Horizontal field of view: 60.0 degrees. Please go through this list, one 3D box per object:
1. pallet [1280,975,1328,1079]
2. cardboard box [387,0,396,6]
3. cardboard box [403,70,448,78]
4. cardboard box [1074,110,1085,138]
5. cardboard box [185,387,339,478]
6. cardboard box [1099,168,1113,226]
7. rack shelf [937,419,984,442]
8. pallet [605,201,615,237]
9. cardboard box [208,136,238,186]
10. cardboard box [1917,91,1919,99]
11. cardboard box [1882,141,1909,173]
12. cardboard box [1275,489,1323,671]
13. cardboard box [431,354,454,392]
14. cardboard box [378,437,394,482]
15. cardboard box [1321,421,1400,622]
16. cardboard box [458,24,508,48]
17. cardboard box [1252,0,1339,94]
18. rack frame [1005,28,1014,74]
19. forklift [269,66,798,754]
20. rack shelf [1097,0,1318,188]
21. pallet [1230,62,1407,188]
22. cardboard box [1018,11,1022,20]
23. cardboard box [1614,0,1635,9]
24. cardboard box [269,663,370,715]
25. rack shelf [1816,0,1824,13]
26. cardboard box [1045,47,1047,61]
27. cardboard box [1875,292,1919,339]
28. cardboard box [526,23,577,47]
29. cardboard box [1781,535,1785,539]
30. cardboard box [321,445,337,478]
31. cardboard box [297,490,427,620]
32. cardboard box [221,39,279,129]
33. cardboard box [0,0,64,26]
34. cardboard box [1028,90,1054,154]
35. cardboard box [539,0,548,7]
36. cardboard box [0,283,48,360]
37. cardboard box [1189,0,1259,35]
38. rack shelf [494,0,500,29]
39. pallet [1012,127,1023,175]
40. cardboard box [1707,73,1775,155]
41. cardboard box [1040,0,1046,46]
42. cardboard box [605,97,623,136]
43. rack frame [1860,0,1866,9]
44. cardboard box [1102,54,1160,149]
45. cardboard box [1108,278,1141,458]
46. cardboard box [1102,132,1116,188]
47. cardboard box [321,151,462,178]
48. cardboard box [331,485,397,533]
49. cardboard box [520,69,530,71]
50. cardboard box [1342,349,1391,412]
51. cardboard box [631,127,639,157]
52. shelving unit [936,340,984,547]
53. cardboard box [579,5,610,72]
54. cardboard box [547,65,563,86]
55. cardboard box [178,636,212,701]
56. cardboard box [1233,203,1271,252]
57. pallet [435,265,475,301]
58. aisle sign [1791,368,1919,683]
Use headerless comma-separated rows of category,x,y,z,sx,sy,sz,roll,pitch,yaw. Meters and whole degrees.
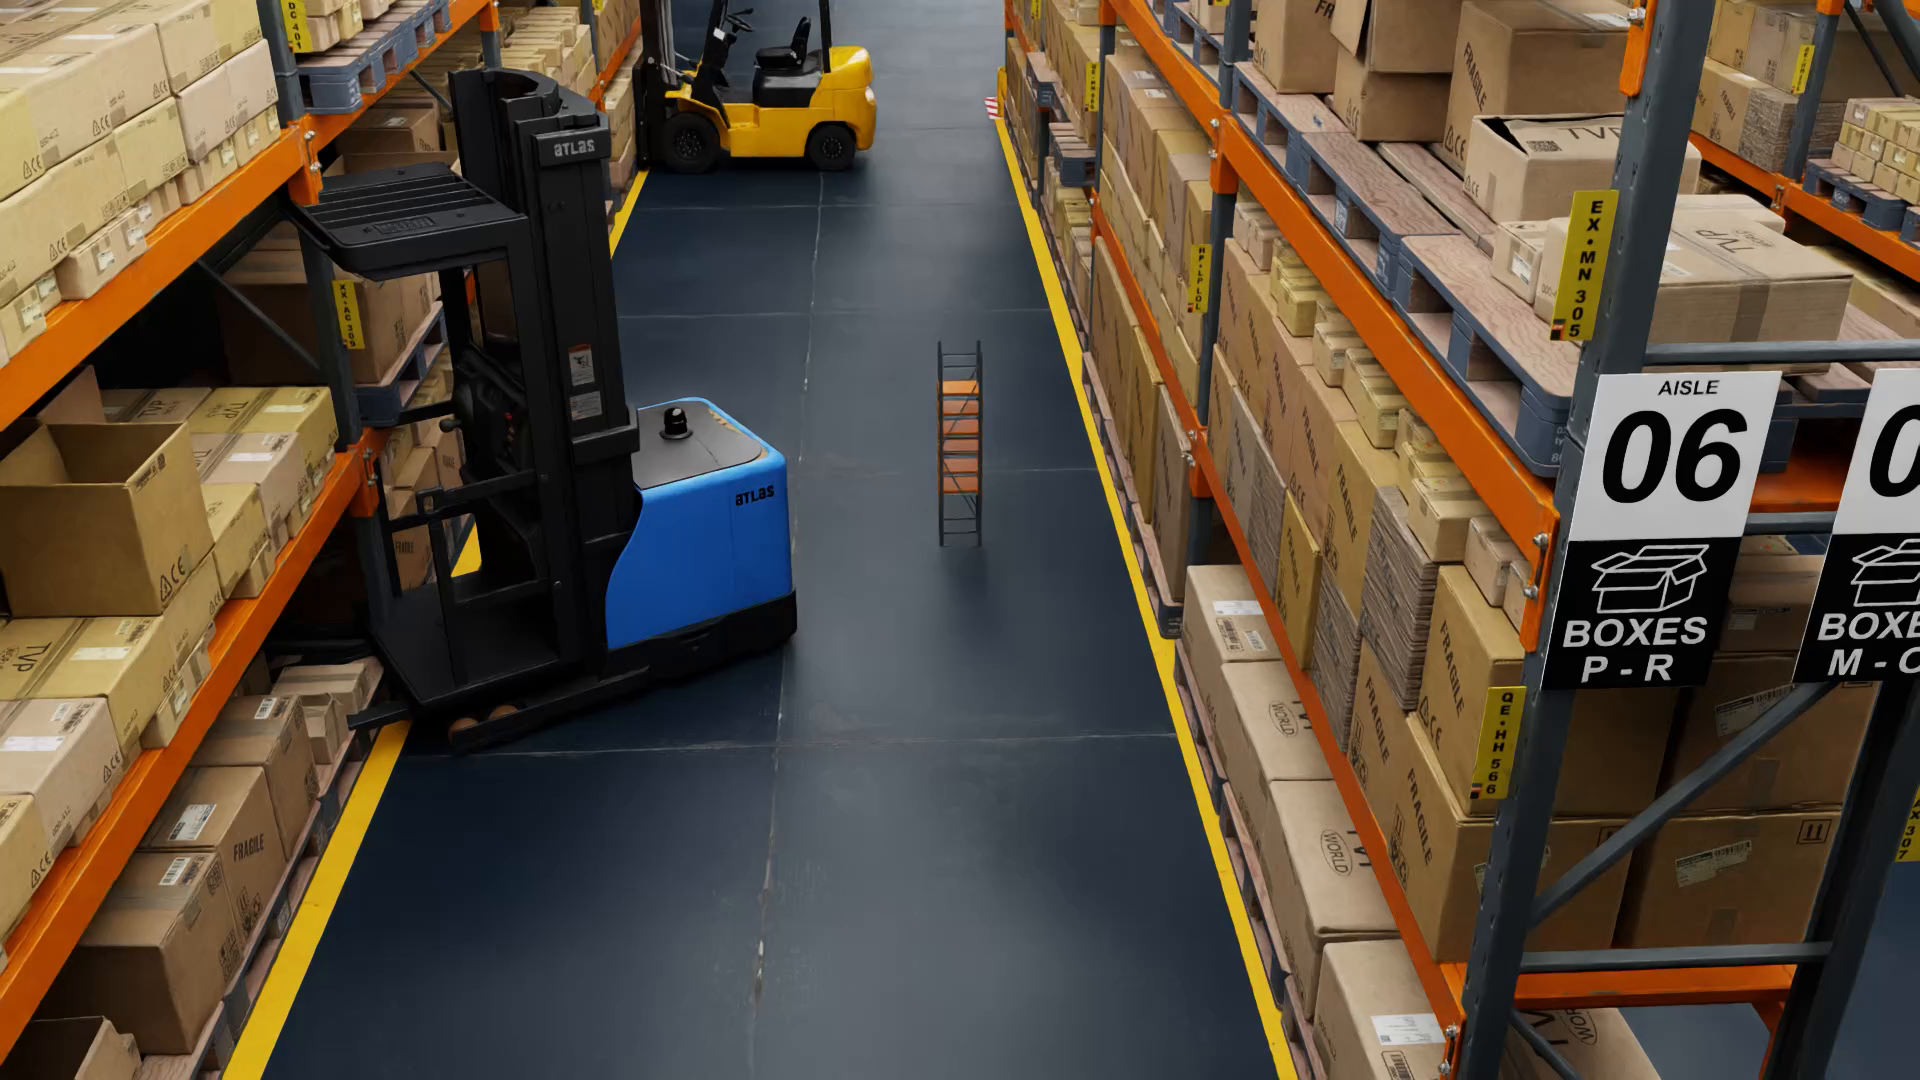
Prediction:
pallet,1.735,1.977,5.731,1.003,0.211,1.213,-1,28,-3
cardboard box,-2.985,-2.686,8.122,0.380,0.149,0.250,-2,28,-3
cardboard box,-3.899,-3.293,12.011,0.380,0.149,0.250,-2,28,-4
cardboard box,1.041,-3.044,12.161,0.380,0.149,0.250,-2,28,-3
cardboard box,-3.041,-0.454,7.217,0.500,0.250,0.500,-1,28,-1
cardboard box,1.211,-2.288,11.055,0.500,0.250,0.500,-2,28,-4
rack shelf,-0.001,-0.606,9.450,0.258,0.103,0.180,-1,28,-3
pallet,-3.651,-2.737,14.769,1.003,0.211,1.213,-1,28,-3
cardboard box,-2.982,-1.440,6.295,0.380,0.149,0.250,0,28,-1
cardboard box,10.997,-5.034,18.407,0.500,0.500,0.500,6,28,11
cardboard box,6.233,-2.483,10.763,0.380,0.149,0.250,-2,28,-4
cardboard box,1.477,0.140,6.131,0.500,0.500,0.500,-1,28,-1
cardboard box,-3.200,-0.995,9.962,0.380,0.149,0.250,-3,28,-5
cardboard box,-3.126,-0.406,8.511,0.380,0.149,0.250,-3,28,-5
cardboard box,1.512,-0.066,5.443,0.500,0.500,0.500,-2,28,-3
cardboard box,-3.917,-4.119,13.594,0.380,0.149,0.250,-2,28,-3
cardboard box,1.467,-2.067,6.556,0.500,0.500,0.500,-1,28,-2
rack frame,1.019,-6.281,18.549,1.000,3.000,0.127,-1,28,-3
forklift,-2.361,-0.571,7.676,3.031,2.935,1.130,-17,32,-29
rack shelf,1.541,-2.674,9.167,1.077,0.370,4.000,-1,28,-3
pallet,1.678,-1.652,6.526,1.003,0.211,1.213,-1,28,-3
cardboard box,0.805,-5.530,17.381,0.380,0.149,0.250,-1,28,-1
cardboard box,6.198,-4.859,14.632,0.700,0.500,0.500,-2,28,-4
cardboard box,-2.989,0.710,7.773,0.380,0.149,0.250,-2,28,-4
rack shelf,6.270,-4.687,13.028,1.077,0.370,4.000,-1,28,-3
cardboard box,0.941,-4.246,14.464,0.380,0.149,0.250,-1,28,-2
cardboard box,6.209,-1.376,10.582,0.500,0.250,0.500,-1,28,-2
cardboard box,-3.351,-4.140,13.635,0.380,0.149,0.250,-2,28,-4
cardboard box,2.129,-0.080,4.769,0.380,0.149,0.250,-1,28,-1
cardboard box,-3.042,-0.365,7.478,0.380,0.149,0.250,-1,28,-2
cardboard box,-3.112,0.076,8.610,0.500,0.500,0.500,0,28,0
cardboard box,-3.036,-1.796,6.547,0.500,0.250,0.500,-1,28,-2
cardboard box,-3.527,-1.760,5.938,0.500,0.250,0.500,-2,28,-4
cardboard box,0.929,-4.000,15.884,0.500,0.500,0.500,-2,28,-3
cardboard box,-4.045,-4.788,15.578,0.500,0.500,0.500,-1,28,-2
cardboard box,-2.854,-0.620,4.722,0.380,0.149,0.250,-1,28,-3
cardboard box,1.390,-2.618,7.924,0.500,0.311,0.500,-1,28,-3
rack shelf,-3.624,-4.400,12.476,1.077,0.370,4.000,-1,28,-3
pallet,1.091,-4.071,17.328,1.003,0.211,1.213,-1,28,-3
cardboard box,6.058,-3.229,12.589,0.500,0.500,0.500,-1,28,-3
cardboard box,0.966,-4.573,14.390,0.500,0.500,0.500,-1,28,-1
cardboard box,-3.441,-3.954,15.525,0.500,0.250,0.500,-2,28,-3
rack frame,10.916,-6.520,19.008,1.000,3.000,0.127,-1,28,-3
cardboard box,1.218,-2.841,10.763,0.500,0.500,0.500,-2,28,-4
cardboard box,1.432,-1.098,10.454,0.875,0.875,0.875,-1,28,-2
cardboard box,1.217,-2.502,10.925,0.500,0.250,0.500,-2,28,-3
cardboard box,-3.250,-1.948,9.675,0.797,0.503,0.637,-2,28,-4
cardboard box,-3.064,-0.155,8.352,0.380,0.149,0.250,0,28,0
cardboard box,-3.323,-3.313,12.049,0.380,0.149,0.250,-1,28,-2
cardboard box,1.519,-0.538,5.647,0.380,0.149,0.250,-1,28,-1
cardboard box,-3.508,-3.982,16.660,0.500,0.250,0.500,-1,28,-2
shelving unit,-0.001,-0.539,9.485,0.258,1.200,0.189,-1,28,-3
cardboard box,-3.491,-4.568,15.156,0.500,0.500,0.500,-2,28,-4
cardboard box,-3.385,-3.540,12.915,0.500,0.250,0.500,-1,28,-2
cardboard box,-2.897,0.465,5.886,0.380,0.149,0.250,-1,28,-1
cardboard box,1.403,-1.363,7.228,0.380,0.149,0.250,-2,28,-3
pallet,-3.414,-1.482,9.555,1.003,0.211,1.213,-1,28,-3
aisle sign,2.148,-0.018,3.731,0.394,0.787,0.004,-1,28,-3
